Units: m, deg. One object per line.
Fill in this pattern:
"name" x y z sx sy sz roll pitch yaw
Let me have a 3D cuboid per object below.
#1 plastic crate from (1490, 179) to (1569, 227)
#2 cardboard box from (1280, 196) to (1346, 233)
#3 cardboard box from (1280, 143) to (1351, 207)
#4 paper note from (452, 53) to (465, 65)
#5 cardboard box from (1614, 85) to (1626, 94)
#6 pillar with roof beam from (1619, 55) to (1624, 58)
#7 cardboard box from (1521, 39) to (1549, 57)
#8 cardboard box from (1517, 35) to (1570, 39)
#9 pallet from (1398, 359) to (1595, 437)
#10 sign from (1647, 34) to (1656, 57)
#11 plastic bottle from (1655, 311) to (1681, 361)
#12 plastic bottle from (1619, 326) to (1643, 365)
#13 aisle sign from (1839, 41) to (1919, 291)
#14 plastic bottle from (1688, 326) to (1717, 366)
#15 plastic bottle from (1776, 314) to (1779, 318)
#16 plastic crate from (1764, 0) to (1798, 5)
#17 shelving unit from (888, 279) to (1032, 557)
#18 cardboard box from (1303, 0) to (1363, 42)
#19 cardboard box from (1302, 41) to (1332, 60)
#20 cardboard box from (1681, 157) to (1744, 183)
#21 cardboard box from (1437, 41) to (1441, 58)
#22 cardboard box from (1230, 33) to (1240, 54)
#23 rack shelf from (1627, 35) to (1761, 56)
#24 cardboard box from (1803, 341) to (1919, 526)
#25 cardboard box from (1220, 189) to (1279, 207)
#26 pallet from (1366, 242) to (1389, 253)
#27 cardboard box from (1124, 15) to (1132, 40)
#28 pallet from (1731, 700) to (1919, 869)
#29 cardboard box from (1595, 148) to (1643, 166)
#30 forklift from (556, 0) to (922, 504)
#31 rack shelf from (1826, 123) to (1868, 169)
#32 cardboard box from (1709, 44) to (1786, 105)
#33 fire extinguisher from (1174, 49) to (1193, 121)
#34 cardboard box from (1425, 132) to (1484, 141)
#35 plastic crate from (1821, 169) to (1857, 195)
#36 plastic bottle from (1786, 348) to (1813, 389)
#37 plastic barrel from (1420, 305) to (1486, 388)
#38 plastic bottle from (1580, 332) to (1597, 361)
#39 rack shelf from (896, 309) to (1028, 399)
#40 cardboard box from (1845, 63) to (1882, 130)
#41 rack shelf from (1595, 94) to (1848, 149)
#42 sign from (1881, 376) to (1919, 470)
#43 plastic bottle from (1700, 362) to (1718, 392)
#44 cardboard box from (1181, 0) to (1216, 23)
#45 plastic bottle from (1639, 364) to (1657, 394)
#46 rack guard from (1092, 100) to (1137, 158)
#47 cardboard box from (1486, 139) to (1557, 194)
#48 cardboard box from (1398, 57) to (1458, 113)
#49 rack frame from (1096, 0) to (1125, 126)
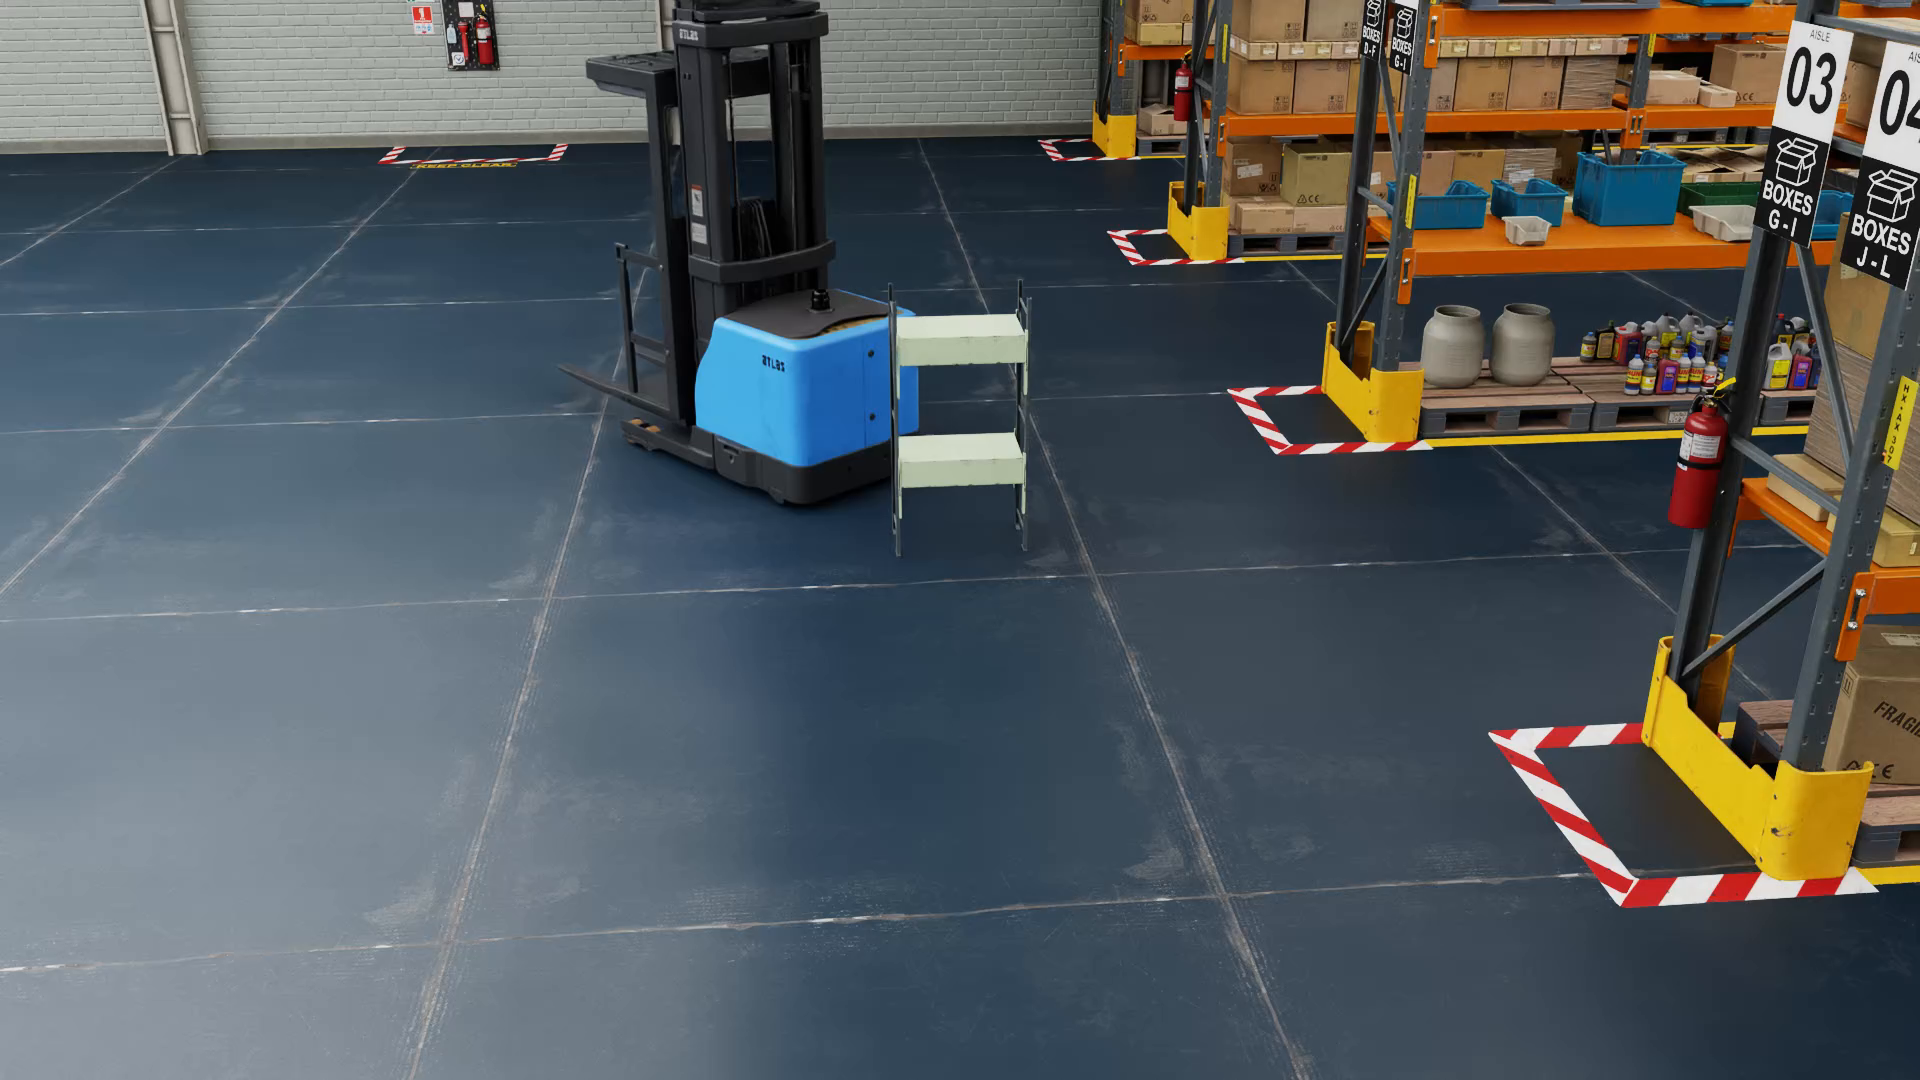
"plastic crate" 3.923 -2.339 11.502 0.408 0.251 0.499 -2 24 -5
"cardboard box" 3.378 -3.133 15.974 0.500 0.250 0.500 -2 24 -5
"cardboard box" 3.378 -3.475 15.820 0.500 0.500 0.500 -2 24 -5
"paper note" -6.171 -5.920 20.460 0.142 0.148 0.016 -2 24 -5
"cardboard box" 8.068 -5.570 21.125 0.500 0.500 0.700 -2 24 -5
"pillar with roof beam" 8.840 -7.865 16.366 0.400 9.000 9.100 -2 24 -5
"cardboard box" 5.288 -4.618 15.524 0.250 0.149 0.380 -2 24 -5
"cardboard box" 5.362 -5.002 15.590 0.500 0.500 0.700 -2 24 -5
"pallet" 3.688 -1.020 11.786 1.213 0.211 1.003 -2 24 -5
"sign" 6.361 -4.612 15.269 0.005 0.325 0.100 -2 24 -5
"plastic bottle" 5.148 -1.496 12.143 0.185 0.351 0.144 -1 24 -3
"plastic bottle" 4.857 -1.409 12.029 0.133 0.283 0.061 -2 24 -5
"aisle sign" 3.263 -1.305 5.791 0.004 0.787 0.394 -2 24 -5
"plastic bottle" 5.373 -1.411 12.042 0.135 0.276 0.152 -2 24 -5
"plastic bottle" 5.944 -1.528 12.215 0.185 0.351 0.144 -2 24 -4
"plastic crate" 5.231 -3.425 10.393 0.396 0.136 0.243 -2 24 -5
"shelving unit" -0.007 -0.685 9.445 0.755 1.500 0.431 -2 24 -5
"cardboard box" 3.366 -4.922 15.410 0.500 0.500 0.700 -3 24 -7
"cardboard box" 3.247 -4.536 15.341 0.250 0.149 0.380 -2 24 -5
"cardboard box" 7.240 -3.530 16.176 0.500 0.311 0.500 -3 24 -6
"cardboard box" 4.266 -4.576 15.431 0.250 0.149 0.380 -2 24 -5
"cardboard box" 2.686 -4.679 15.662 0.250 0.149 0.380 -3 24 -6
"rack shelf" 7.805 -6.158 20.796 4.000 0.370 1.077 -2 24 -5
"cardboard box" 3.845 -0.433 6.541 0.500 0.500 0.875 -2 24 -5
"cardboard box" 2.829 -3.321 16.397 0.500 0.250 0.500 -2 24 -5
"pallet" 4.293 -3.065 16.386 1.213 0.211 1.003 -2 24 -5
"cardboard box" 2.280 -6.284 20.356 0.500 0.250 0.500 -2 24 -4
"pallet" 4.182 1.013 7.212 1.213 0.211 1.003 -2 24 -5
"cardboard box" 6.680 -3.728 16.622 0.500 0.311 0.500 -2 24 -5
"forklift" -1.636 -2.060 10.777 1.130 2.935 3.031 -22 32 -40
"rack shelf" 5.285 -1.362 6.314 4.000 0.370 1.077 -2 24 -5
"cardboard box" 7.596 -4.495 16.047 0.500 0.500 0.500 -1 24 -1
"fire extinguisher" 2.161 -4.392 16.034 0.183 0.674 0.296 -2 24 -5
"cardboard box" 4.818 -3.750 16.440 0.500 0.500 0.500 -2 24 -5
"plastic crate" 6.255 -2.404 11.542 0.504 0.338 0.767 -2 24 -5
"plastic bottle" 5.827 -1.189 11.534 0.133 0.283 0.061 -1 24 -2
"plastic barrel" 3.455 -1.355 11.650 0.421 0.512 0.421 0 24 0
"plastic bottle" 4.592 -1.415 12.144 0.097 0.201 0.097 0 24 0
"rack shelf" -0.007 -1.042 9.286 0.720 0.370 0.431 -2 24 -5
"cardboard box" 3.750 -1.664 6.293 0.500 0.250 0.500 -2 24 -4
"rack shelf" 8.296 -4.155 16.292 4.000 0.370 1.077 -2 24 -5
"sign" 3.348 -0.417 5.928 0.005 0.325 0.100 -2 24 -5
"plastic bottle" 5.182 -1.133 11.509 0.097 0.201 0.097 0 24 0
"cardboard box" 2.832 -6.443 19.790 0.500 0.500 0.500 -2 24 -5
"plastic bottle" 4.746 -1.115 11.469 0.097 0.201 0.097 0 24 0
"rack guard" 1.910 -5.107 20.626 0.348 0.500 1.175 -2 24 -5
"cardboard box" 5.367 -3.560 16.012 0.500 0.500 0.500 -2 24 -5
"cardboard box" 4.331 -4.367 15.758 0.500 0.500 0.700 -2 24 -4
"rack frame" 1.834 -6.247 20.111 0.127 3.000 1.000 -2 24 -5
